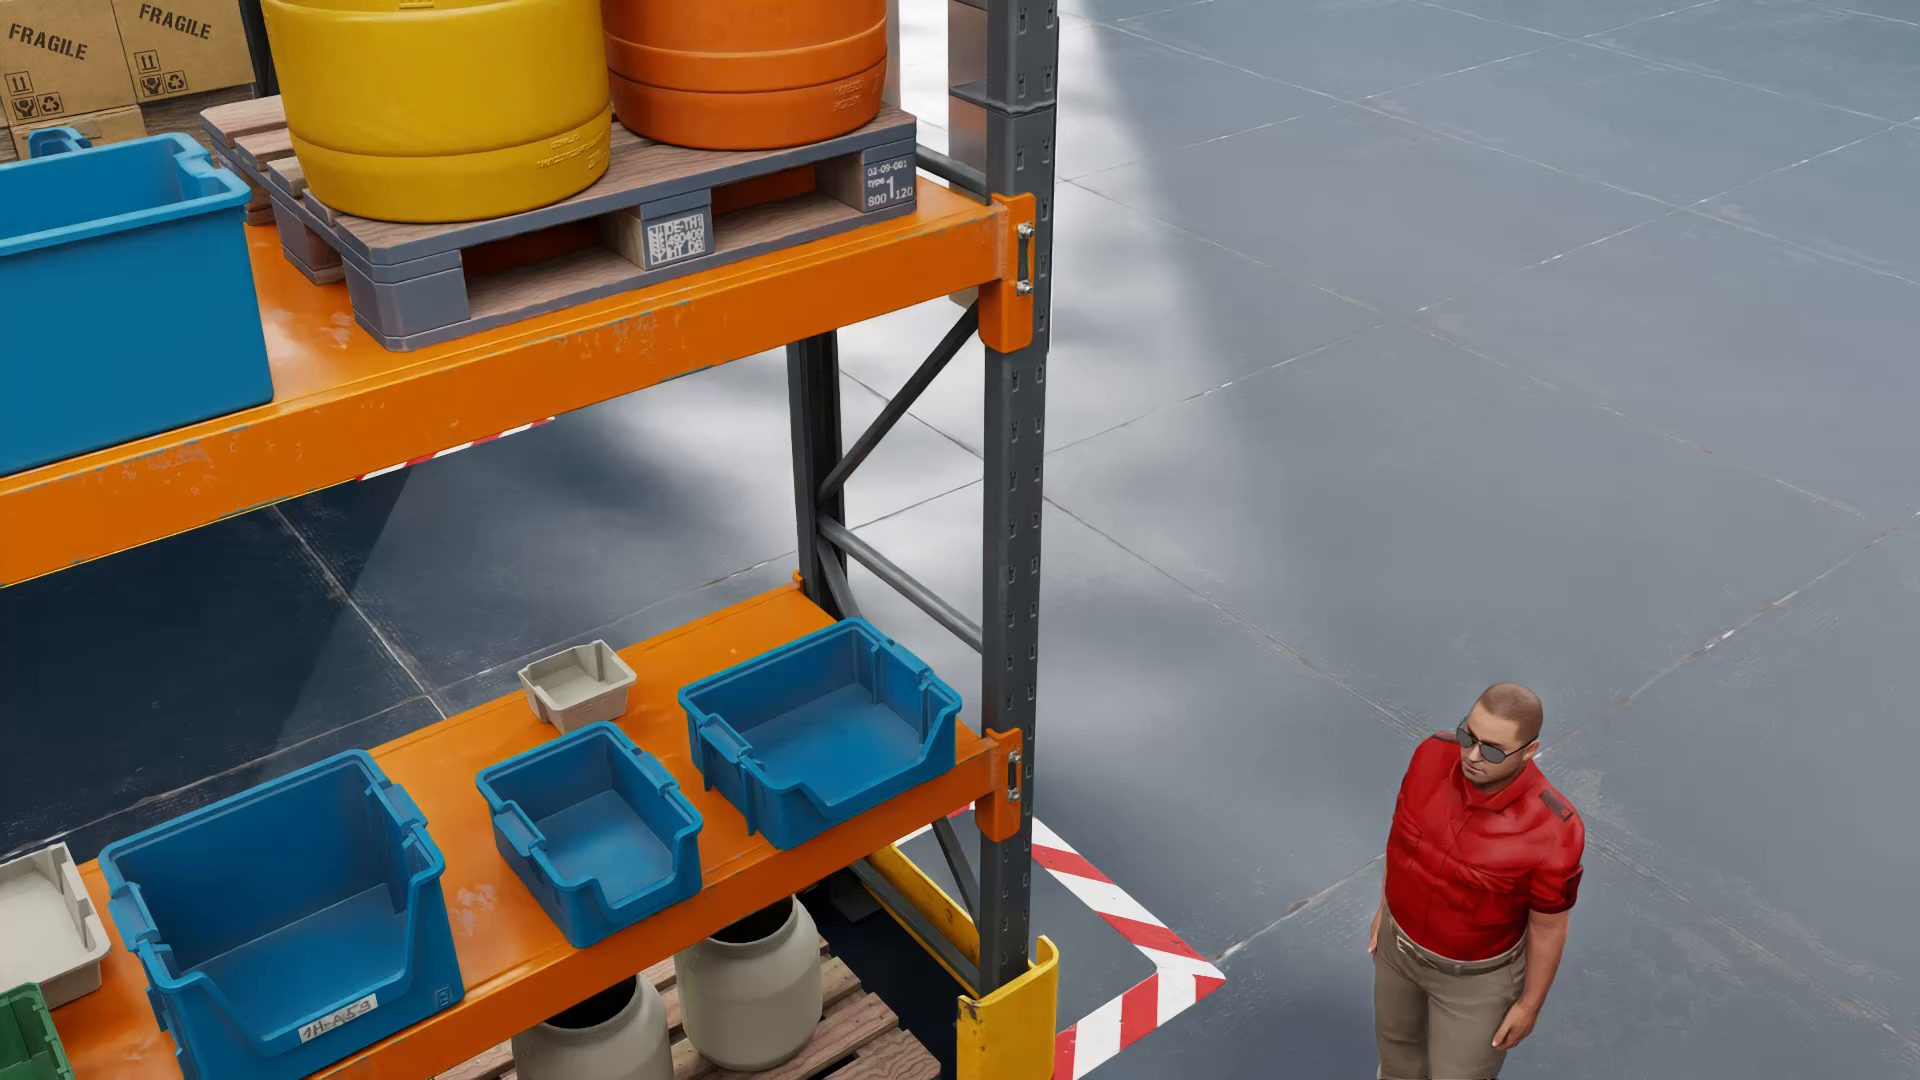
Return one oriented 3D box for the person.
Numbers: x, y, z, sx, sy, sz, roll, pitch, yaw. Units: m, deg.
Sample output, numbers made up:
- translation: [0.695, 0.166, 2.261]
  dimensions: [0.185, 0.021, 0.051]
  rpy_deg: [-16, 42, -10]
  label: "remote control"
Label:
- translation: [1.251, 1.115, 4.361]
  dimensions: [0.494, 1.724, 0.533]
  rpy_deg: [-21, 38, -30]
  label: "person"
